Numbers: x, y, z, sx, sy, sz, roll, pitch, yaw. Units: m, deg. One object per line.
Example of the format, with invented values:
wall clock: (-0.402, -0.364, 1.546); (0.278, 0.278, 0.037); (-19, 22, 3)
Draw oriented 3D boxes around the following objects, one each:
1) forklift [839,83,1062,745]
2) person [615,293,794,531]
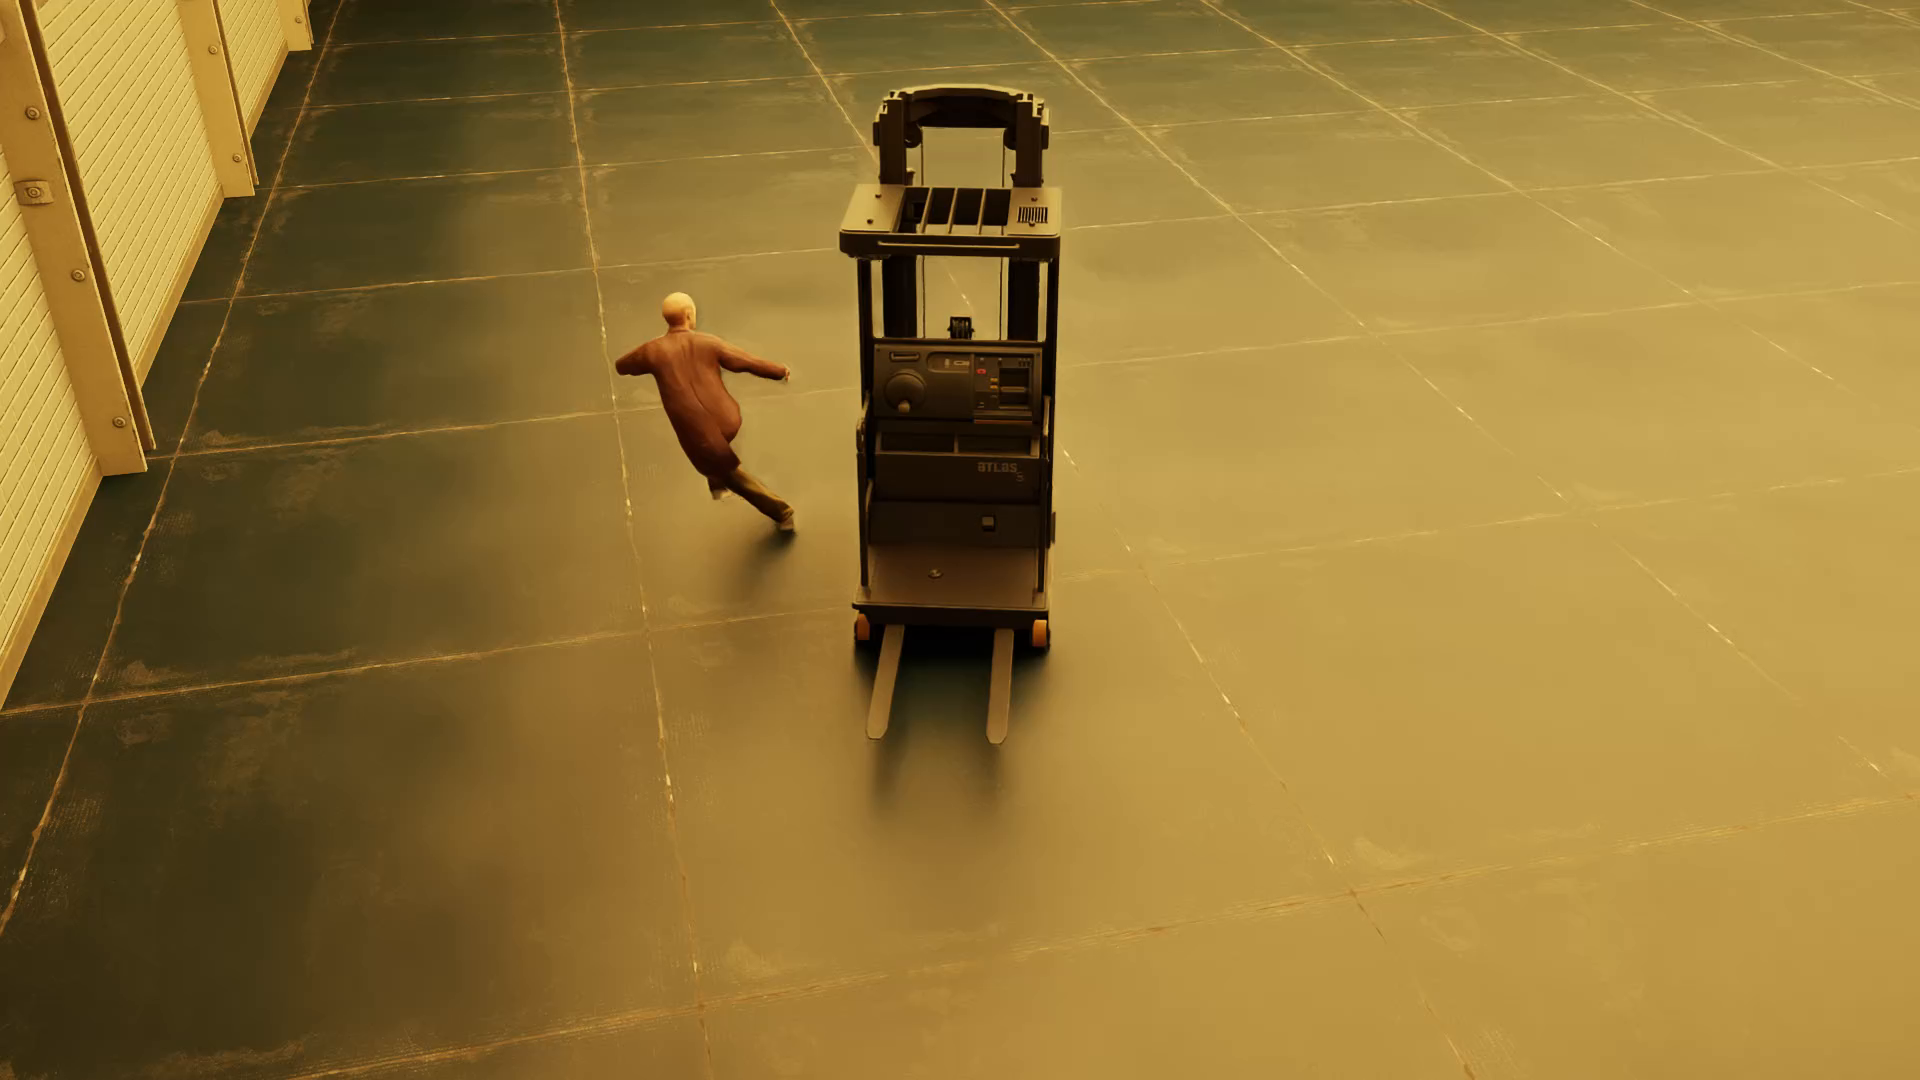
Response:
forklift: (-0.025, -0.826, 9.001); (1.130, 2.935, 3.031); (2, 30, 3)
person: (-1.545, -0.817, 10.350); (1.043, 1.550, 0.929); (-14, 33, -23)
